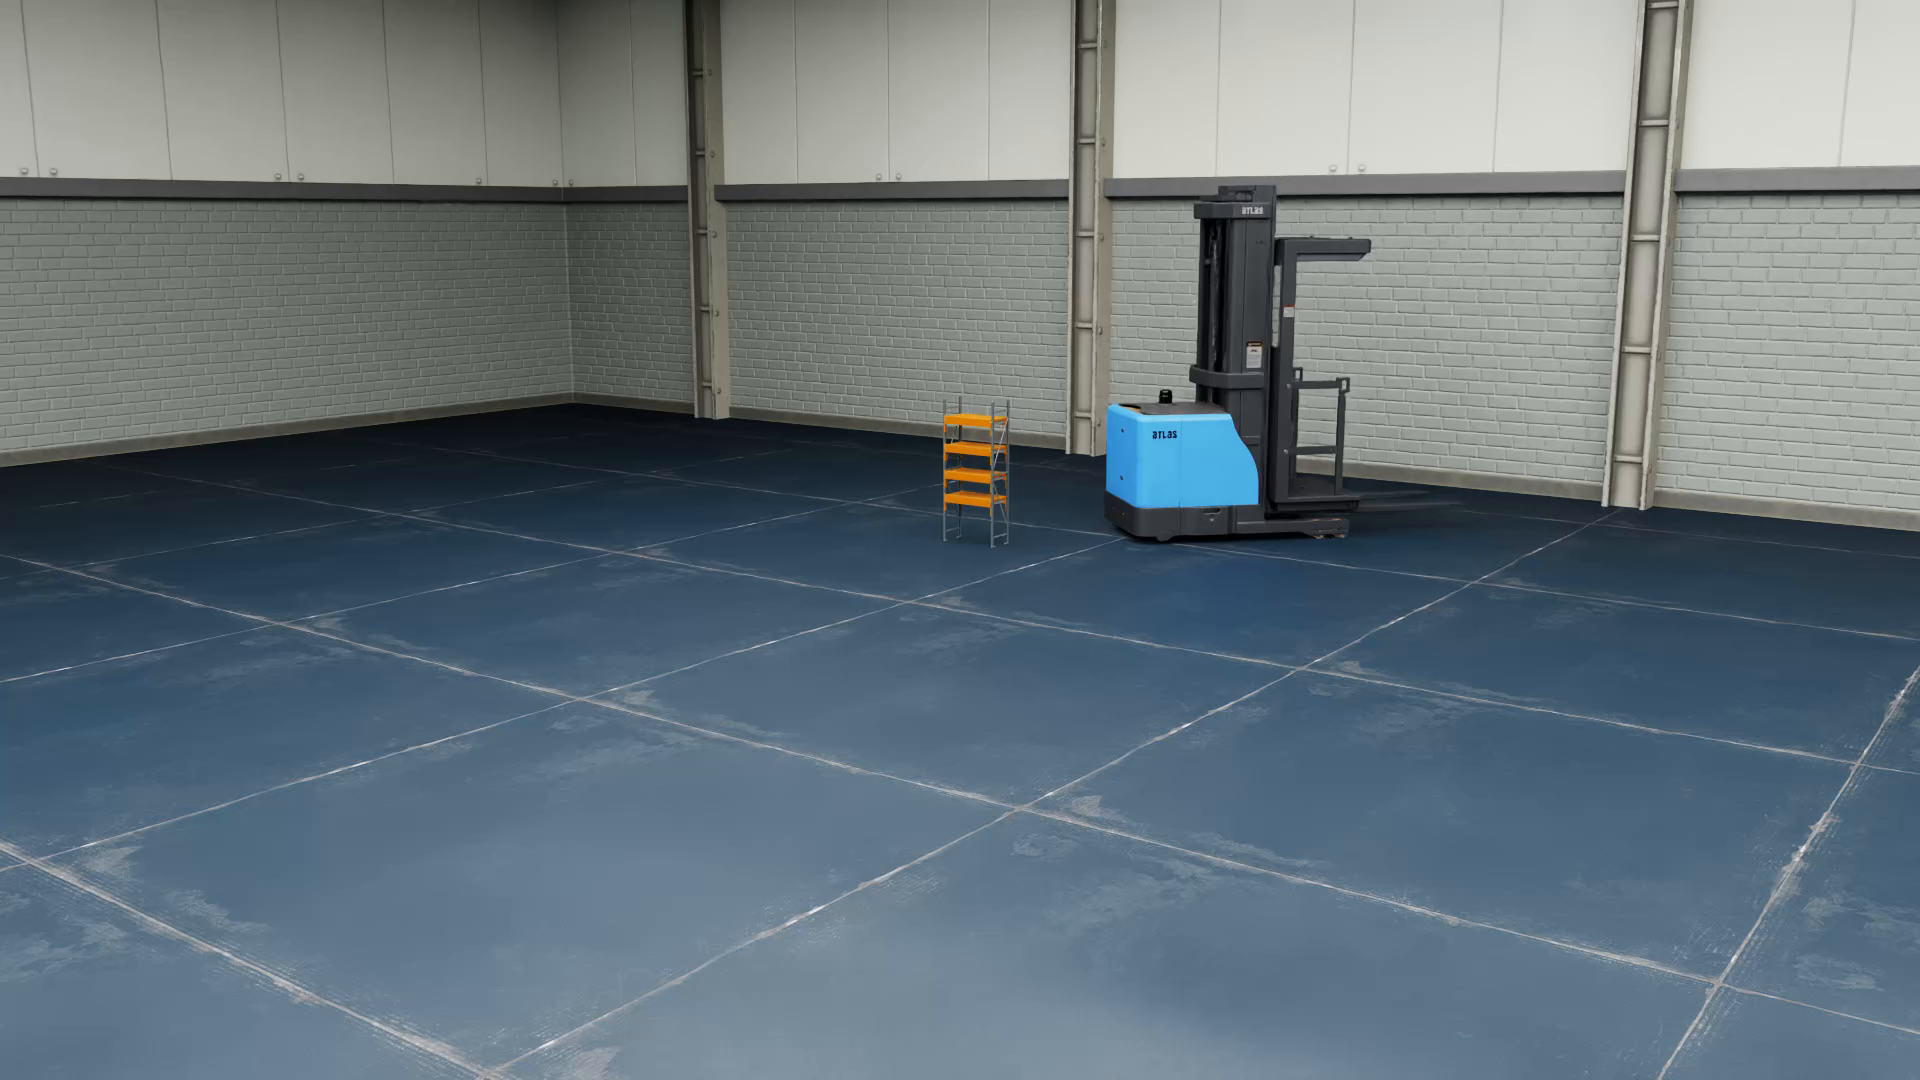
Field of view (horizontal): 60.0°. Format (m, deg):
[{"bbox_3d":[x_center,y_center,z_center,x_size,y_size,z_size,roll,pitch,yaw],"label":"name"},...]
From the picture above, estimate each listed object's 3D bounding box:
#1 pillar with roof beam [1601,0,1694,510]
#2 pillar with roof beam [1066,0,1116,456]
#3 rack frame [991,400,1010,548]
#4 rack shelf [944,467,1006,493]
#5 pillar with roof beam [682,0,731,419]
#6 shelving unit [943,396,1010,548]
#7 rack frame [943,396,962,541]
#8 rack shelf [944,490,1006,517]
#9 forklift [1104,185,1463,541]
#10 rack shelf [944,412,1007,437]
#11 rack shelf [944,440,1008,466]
[{"bbox_3d":[3.752,-4.082,11.438,0.400,9.000,9.100,8,13,36],"label":"pillar with roof beam"},{"bbox_3d":[-1.084,-4.757,14.925,0.400,9.000,9.100,8,13,36],"label":"pillar with roof beam"},{"bbox_3d":[0.330,-0.543,13.678,0.015,1.200,0.240,8,13,36],"label":"rack frame"},{"bbox_3d":[0.133,-0.504,13.832,0.480,0.148,0.258,8,13,36],"label":"rack shelf"},{"bbox_3d":[-5.920,-5.431,18.411,0.400,9.000,9.100,8,13,36],"label":"pillar with roof beam"},{"bbox_3d":[0.133,-0.570,13.820,0.503,1.200,0.258,8,13,36],"label":"shelving unit"},{"bbox_3d":[-0.063,-0.598,13.961,0.015,1.200,0.240,8,13,36],"label":"rack frame"},{"bbox_3d":[0.133,-0.309,13.870,0.480,0.148,0.258,8,13,36],"label":"rack shelf"},{"bbox_3d":[2.843,-1.545,14.300,3.031,2.935,1.130,-2,11,-11],"label":"forklift"},{"bbox_3d":[0.133,-0.956,13.745,0.480,0.148,0.258,8,13,36],"label":"rack shelf"},{"bbox_3d":[0.133,-0.724,13.790,0.480,0.148,0.258,8,13,36],"label":"rack shelf"}]
